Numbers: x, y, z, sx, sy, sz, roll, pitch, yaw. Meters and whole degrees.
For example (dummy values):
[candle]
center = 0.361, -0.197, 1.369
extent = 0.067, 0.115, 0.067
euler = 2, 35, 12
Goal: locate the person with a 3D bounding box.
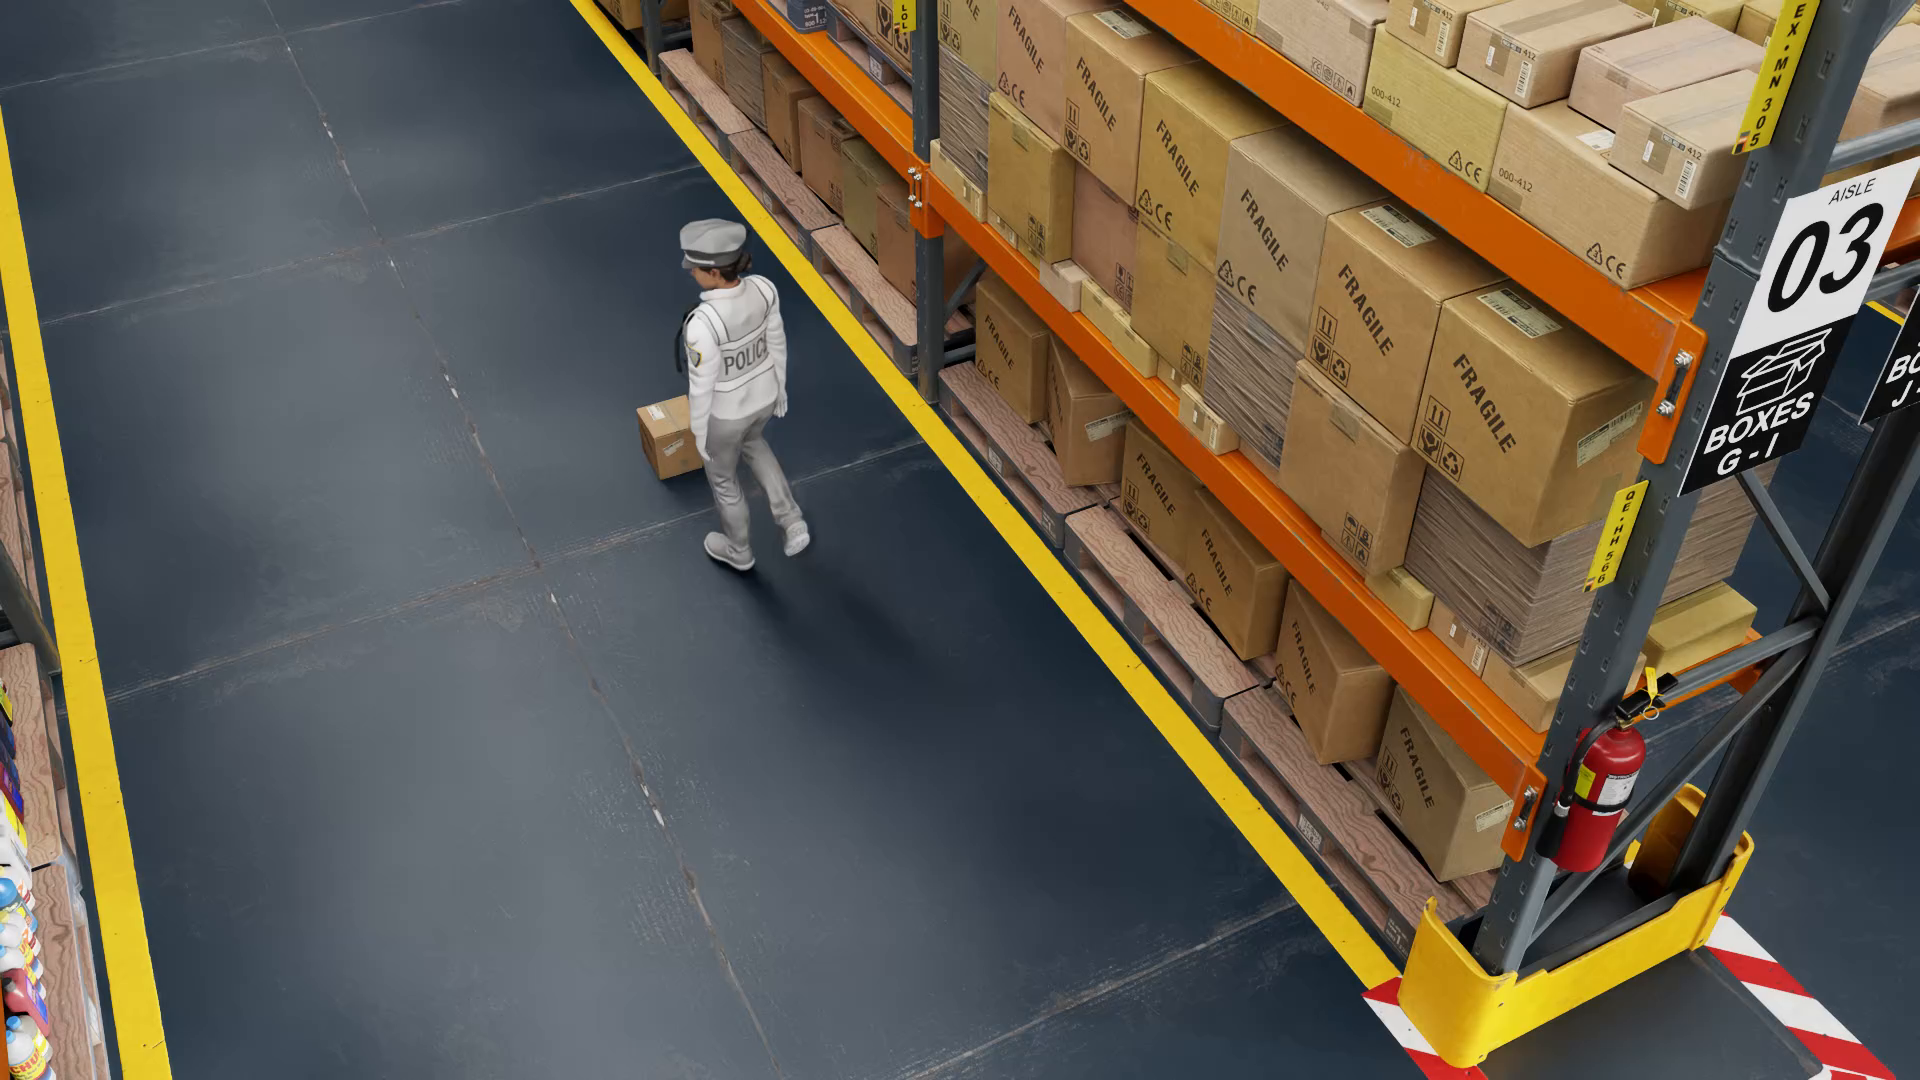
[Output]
[person]
center = -0.905, -0.534, 6.726
extent = 0.488, 1.665, 0.498
euler = 29, 49, 29
